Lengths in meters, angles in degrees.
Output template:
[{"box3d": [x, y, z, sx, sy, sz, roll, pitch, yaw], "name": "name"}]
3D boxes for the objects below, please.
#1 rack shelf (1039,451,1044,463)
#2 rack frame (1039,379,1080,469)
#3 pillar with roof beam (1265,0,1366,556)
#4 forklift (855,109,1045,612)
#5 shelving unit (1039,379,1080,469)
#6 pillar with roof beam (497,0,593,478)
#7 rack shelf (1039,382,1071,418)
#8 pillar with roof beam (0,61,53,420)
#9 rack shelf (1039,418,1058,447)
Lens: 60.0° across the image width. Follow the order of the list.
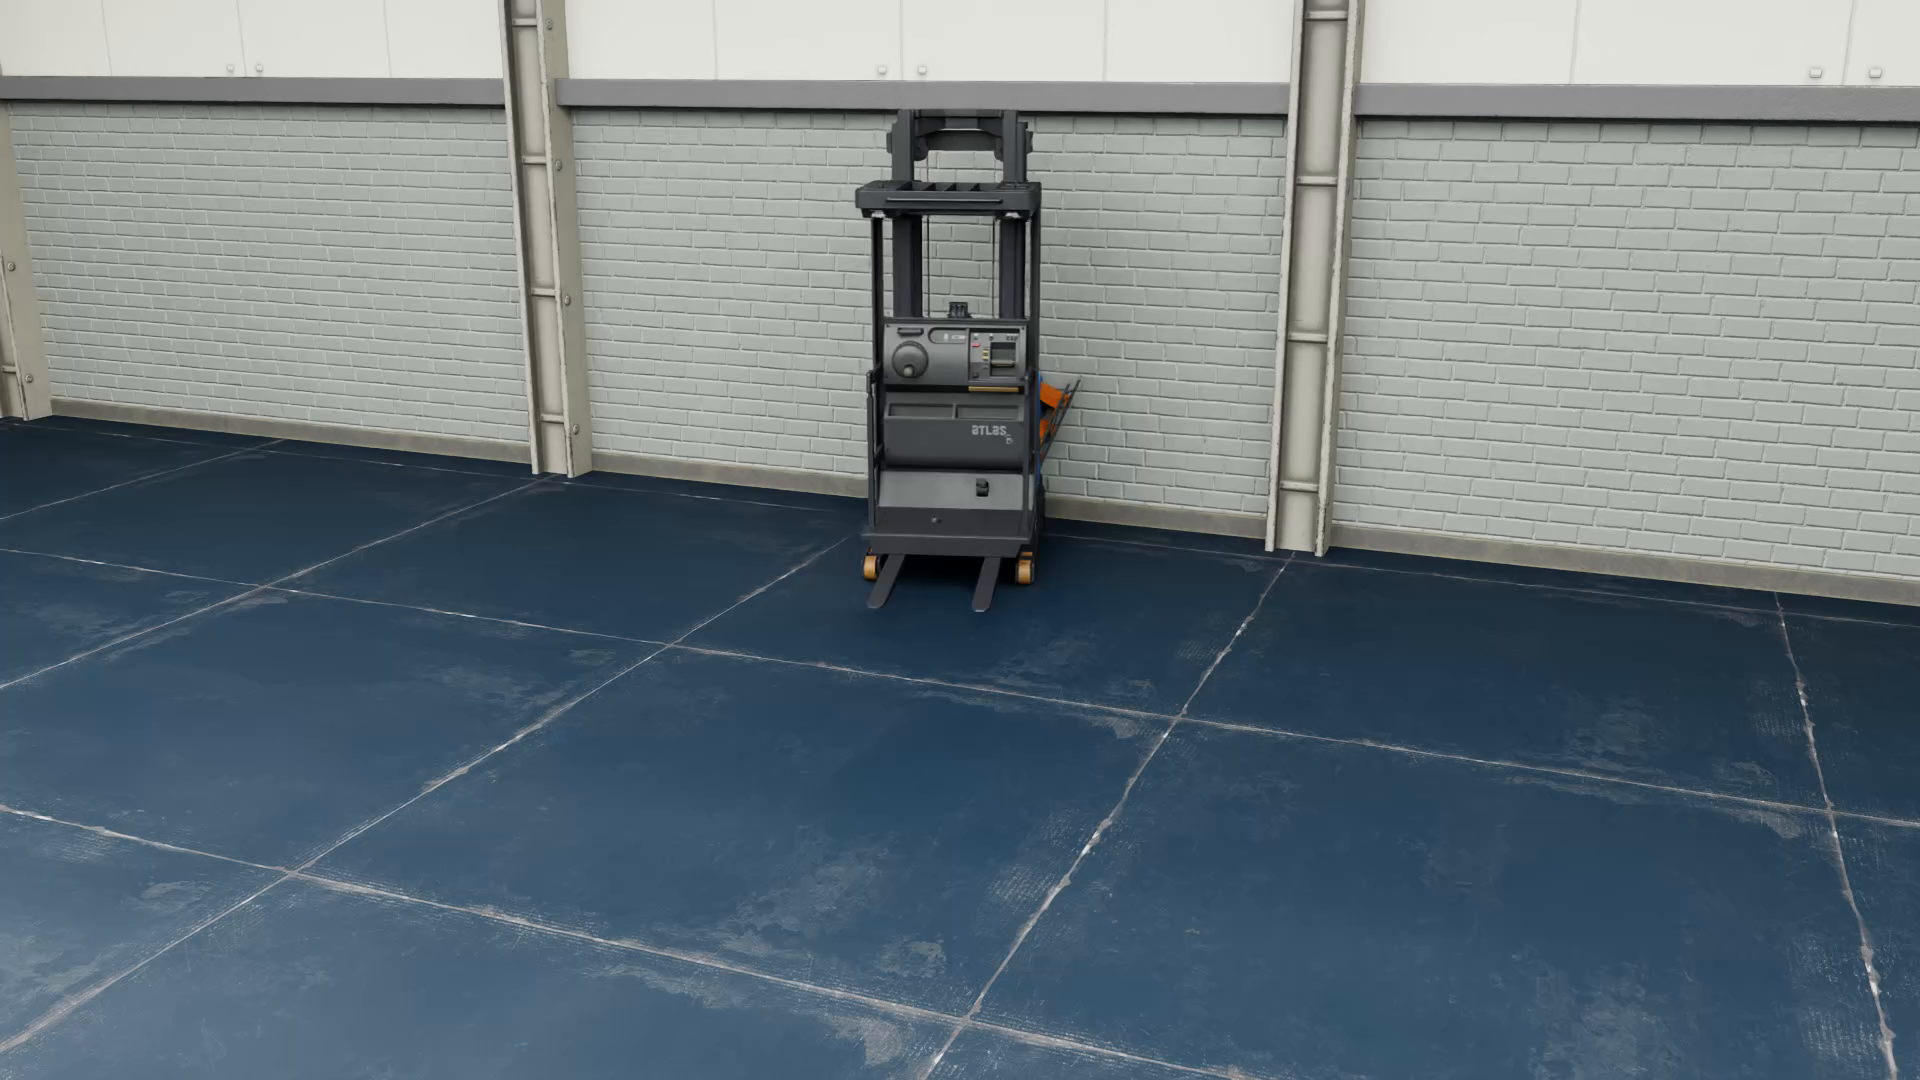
[{"box3d": [0.353, -0.666, 12.080, 0.480, 0.148, 0.258, 29, 20, 15], "name": "rack shelf"}, {"box3d": [0.584, -0.608, 11.993, 0.015, 1.200, 0.240, 29, 20, 15], "name": "rack frame"}, {"box3d": [0.756, -3.153, 6.394, 0.400, 9.000, 9.100, 6, 17, 21], "name": "pillar with roof beam"}, {"box3d": [-0.051, -1.216, 10.606, 1.130, 2.935, 3.031, 1, 16, 5], "name": "forklift"}, {"box3d": [0.378, -0.724, 12.058, 0.503, 1.200, 0.258, 29, 20, 15], "name": "shelving unit"}, {"box3d": [-4.826, -3.767, 8.508, 0.400, 9.000, 9.100, 6, 17, 21], "name": "pillar with roof beam"}, {"box3d": [0.527, -1.063, 11.926, 0.480, 0.148, 0.258, 29, 20, 15], "name": "rack shelf"}, {"box3d": [-10.407, -4.381, 10.622, 0.400, 9.000, 9.100, 6, 17, 21], "name": "pillar with roof beam"}, {"box3d": [0.438, -0.859, 12.005, 0.480, 0.148, 0.258, 29, 20, 15], "name": "rack shelf"}]
